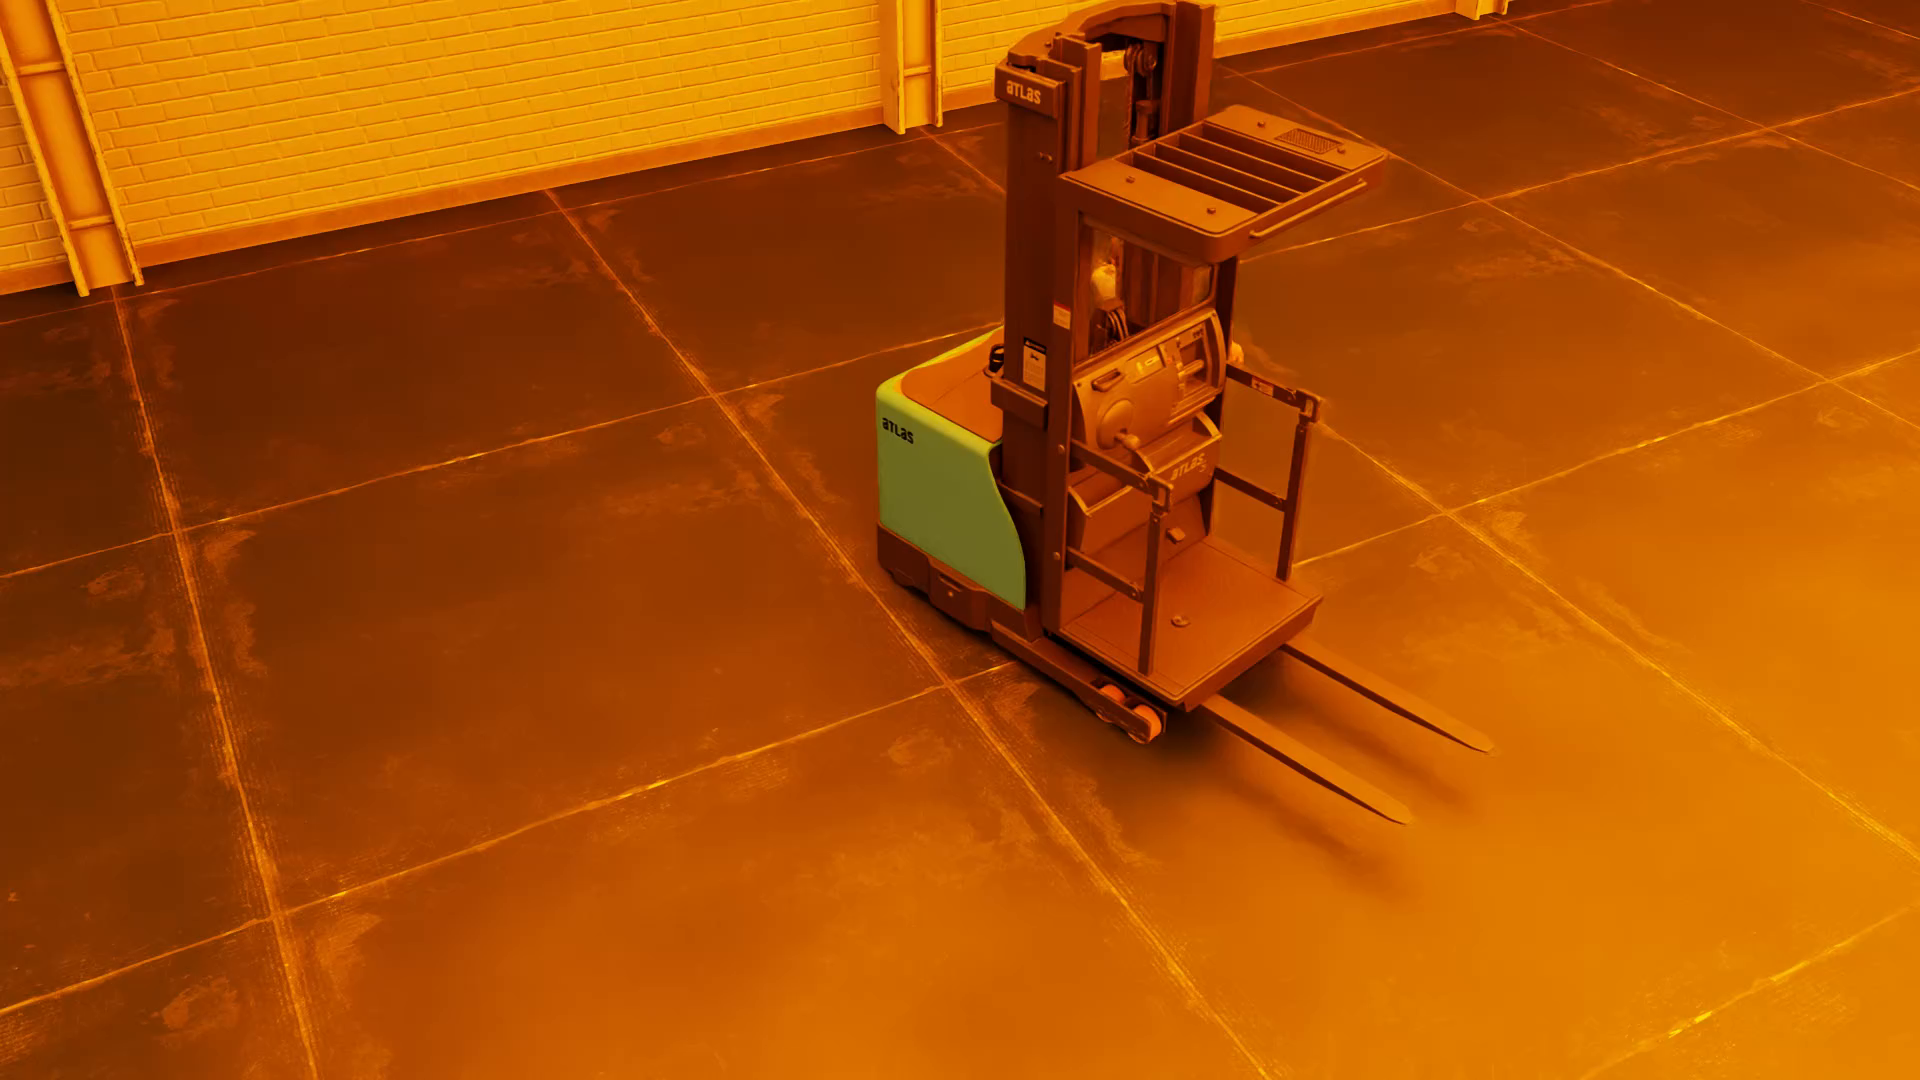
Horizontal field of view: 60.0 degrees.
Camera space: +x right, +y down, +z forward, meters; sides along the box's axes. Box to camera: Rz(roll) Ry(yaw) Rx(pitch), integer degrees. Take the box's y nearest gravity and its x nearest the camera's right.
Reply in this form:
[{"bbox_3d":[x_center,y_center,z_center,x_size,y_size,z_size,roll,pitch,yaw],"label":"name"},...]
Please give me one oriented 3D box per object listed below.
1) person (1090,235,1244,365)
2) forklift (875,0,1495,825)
[{"bbox_3d":[1.030,-0.929,8.739,0.718,1.591,0.836,-28,44,-34],"label":"person"},{"bbox_3d":[0.972,-0.634,7.020,1.130,2.935,3.031,-29,45,-35],"label":"forklift"}]
